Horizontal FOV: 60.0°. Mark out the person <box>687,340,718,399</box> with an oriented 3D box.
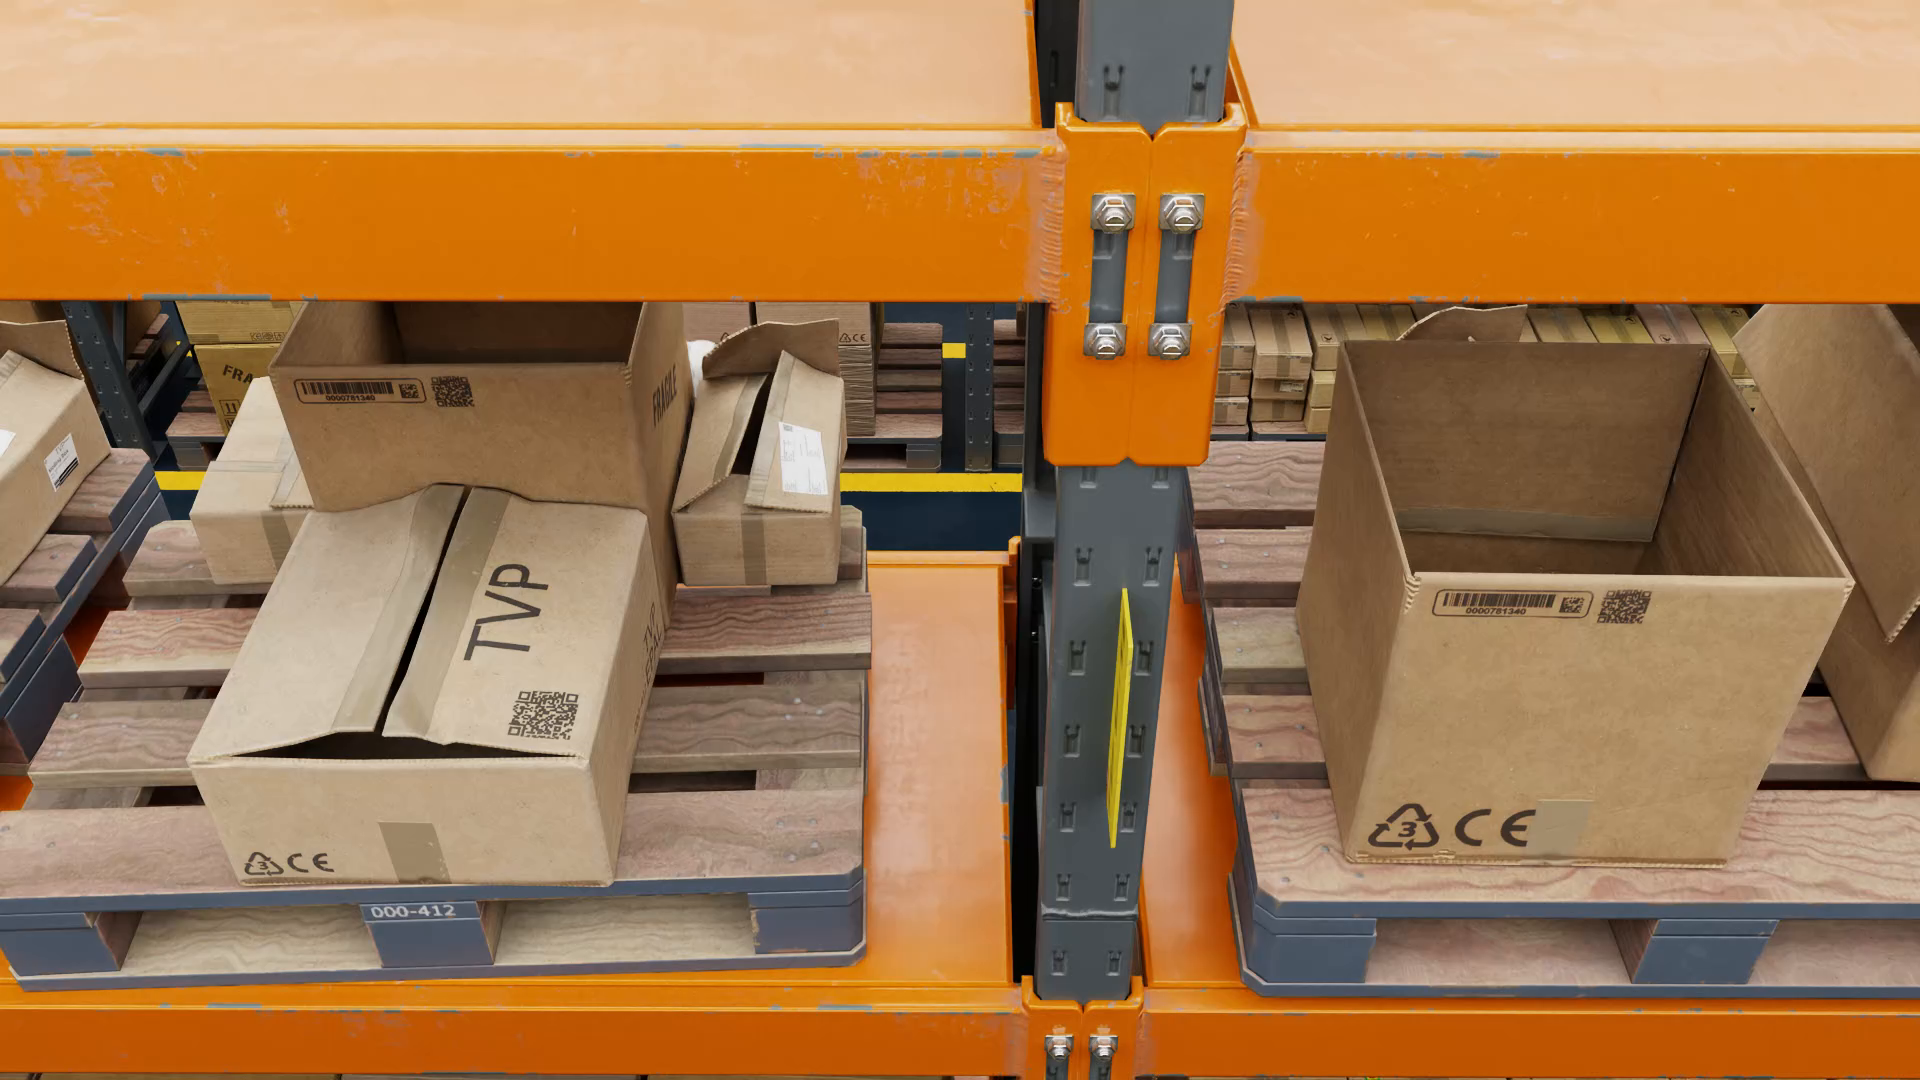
[{"bbox_3d":[-0.950,0.026,6.106,0.716,1.763,0.582,-18,43,-21],"label":"person"}]
